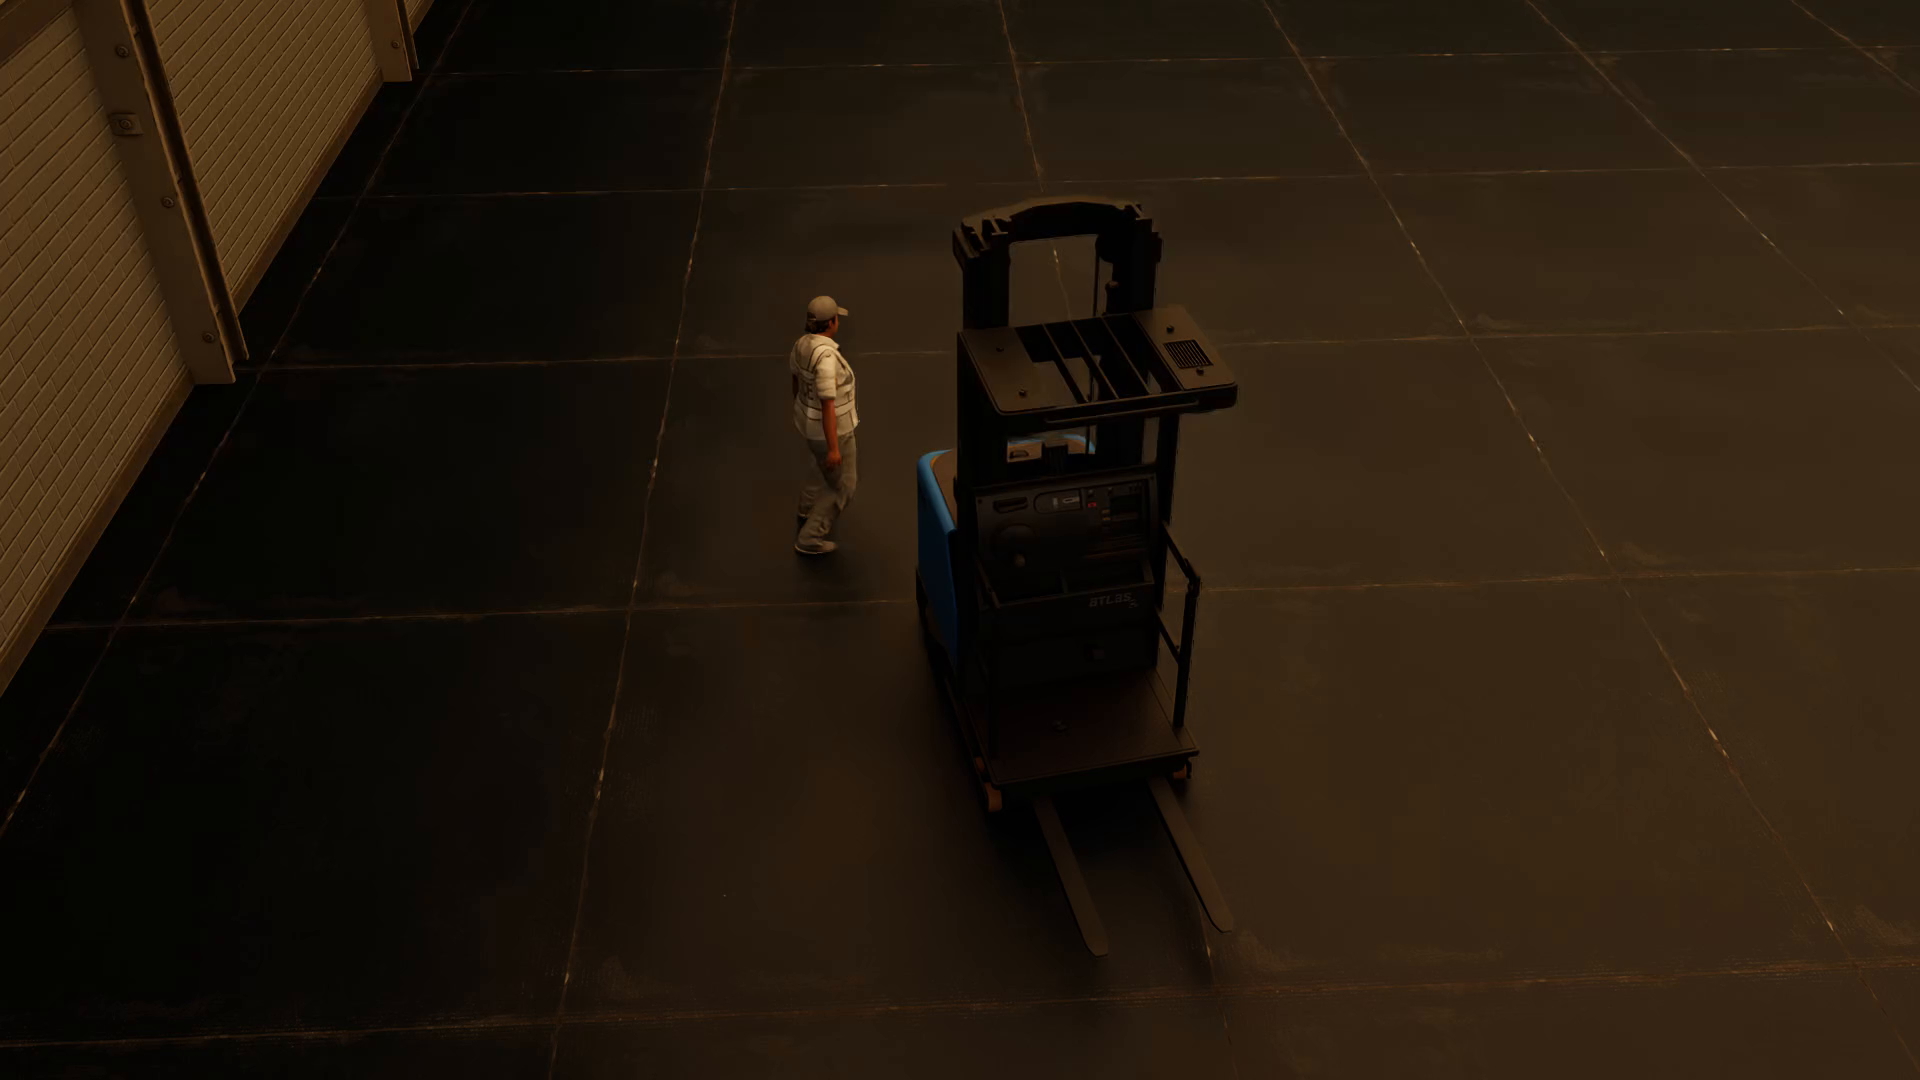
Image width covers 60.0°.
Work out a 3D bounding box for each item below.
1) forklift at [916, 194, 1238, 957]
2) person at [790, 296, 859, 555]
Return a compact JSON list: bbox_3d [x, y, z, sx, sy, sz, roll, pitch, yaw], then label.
[{"bbox_3d":[0.583,-0.029,8.050,1.130,2.935,3.031,-8,37,-11],"label":"forklift"},{"bbox_3d":[-0.852,-0.679,10.122,0.506,1.645,0.840,-13,38,-17],"label":"person"}]
